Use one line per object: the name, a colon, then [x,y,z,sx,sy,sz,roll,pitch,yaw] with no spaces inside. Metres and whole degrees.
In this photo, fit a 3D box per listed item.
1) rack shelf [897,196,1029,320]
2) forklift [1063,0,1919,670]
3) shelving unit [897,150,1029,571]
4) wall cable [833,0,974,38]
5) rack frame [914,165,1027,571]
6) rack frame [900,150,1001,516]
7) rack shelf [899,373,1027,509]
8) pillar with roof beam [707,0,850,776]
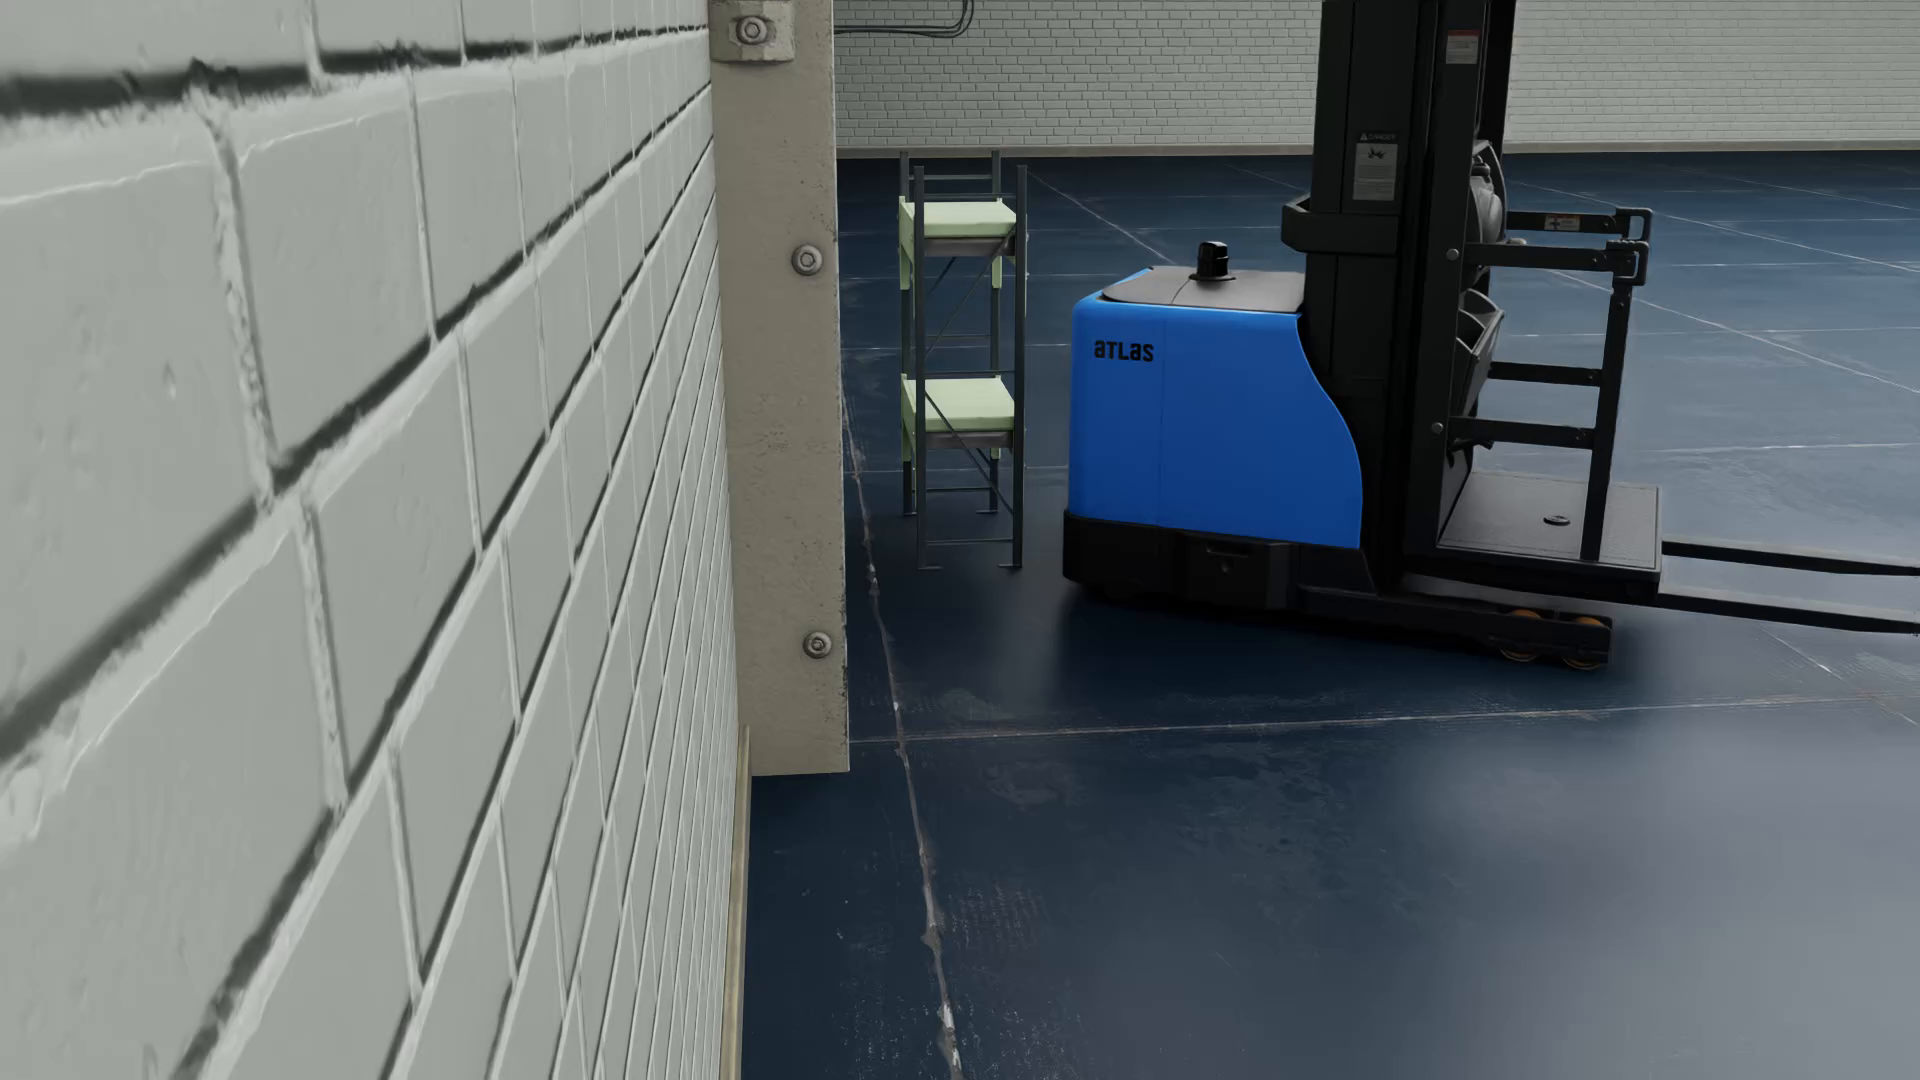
rack shelf: [-0.001,-1.090,6.342,0.431,0.370,0.720,-2,18,-6]
forklift: [1.941,-1.161,5.482,3.031,2.935,1.130,7,19,21]
shelving unit: [-0.001,-0.718,6.459,0.431,1.500,0.755,-2,18,-6]
wall cable: [-1.327,-8.503,23.923,3.097,2.526,0.112,-2,18,-6]
rack frame: [0.037,-0.609,6.111,0.400,1.500,0.023,-2,18,-6]
rack frame: [-0.038,-0.827,6.806,0.400,1.500,0.023,-2,18,-6]
rack shelf: [-0.001,-0.407,6.556,0.431,0.370,0.720,-2,18,-6]
pillar with roof beam: [3.801,-3.836,3.874,9.100,9.000,0.400,-2,18,-6]
